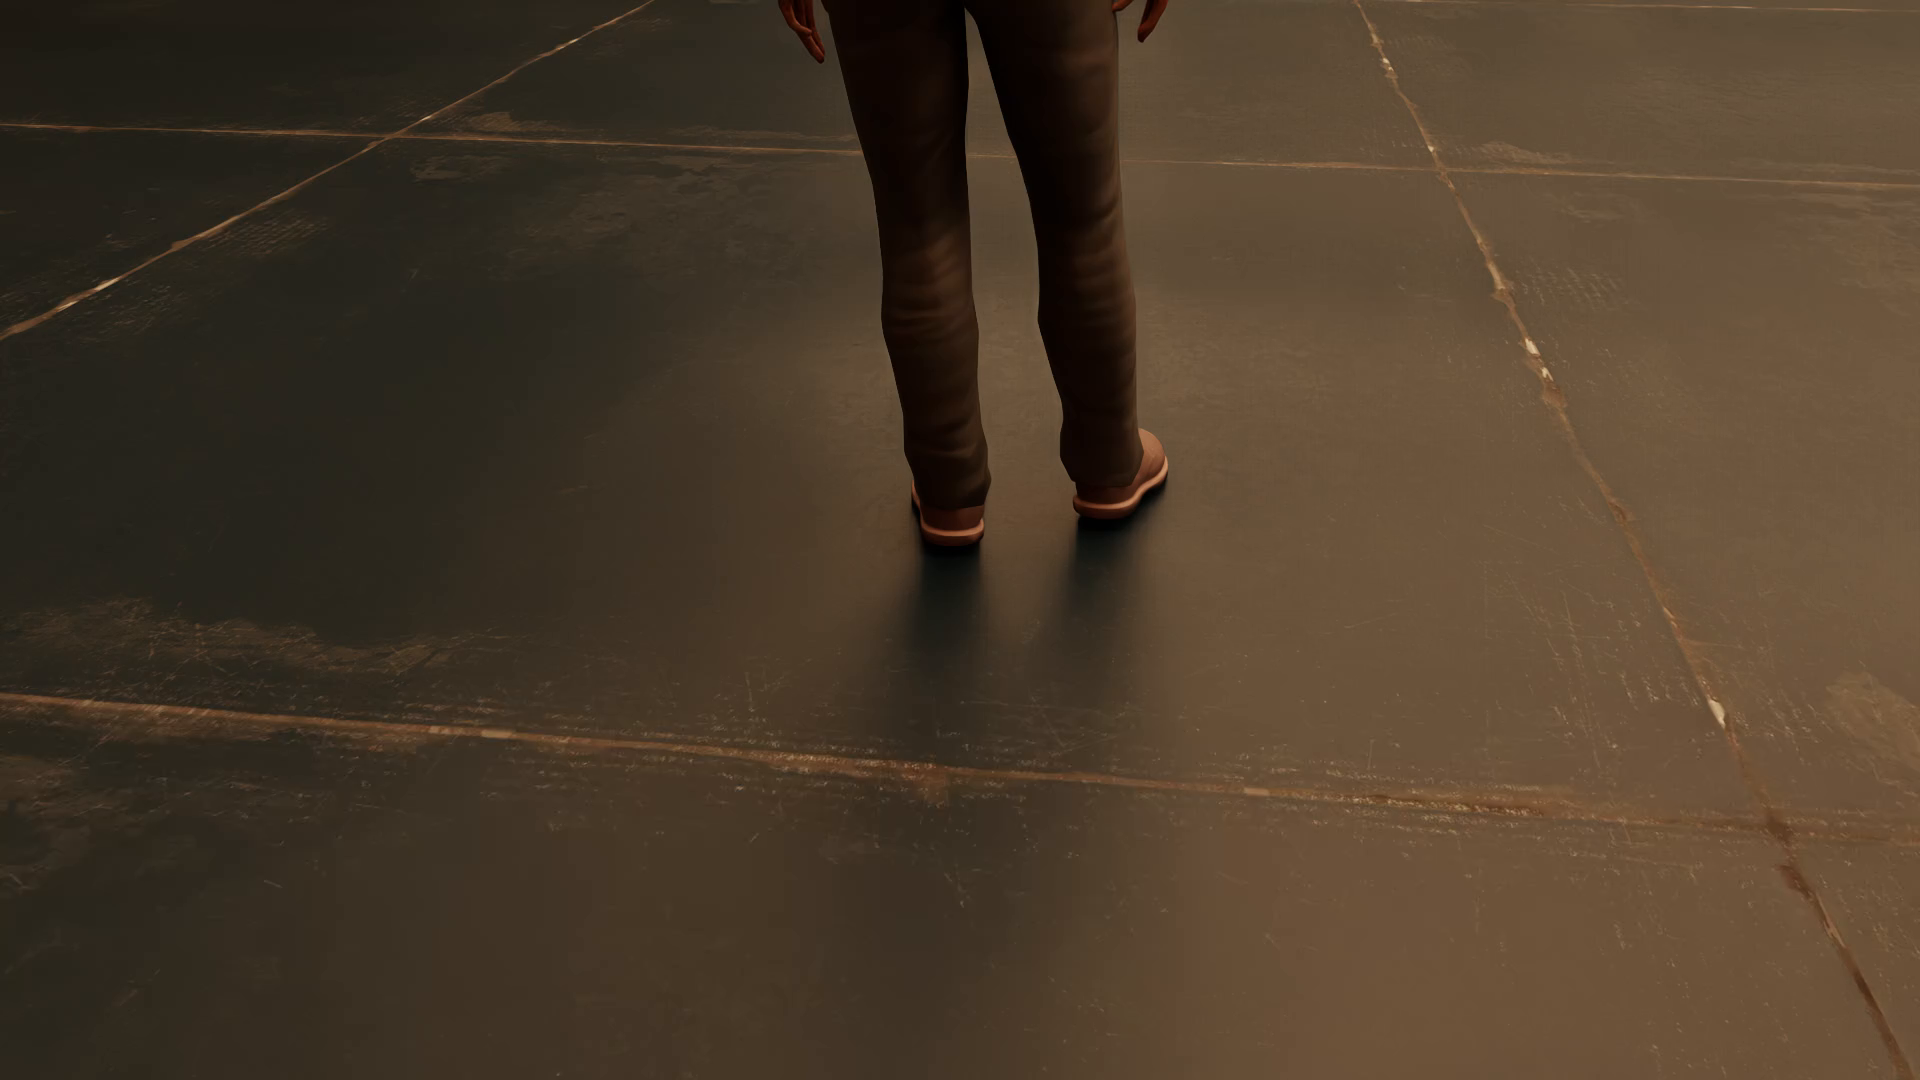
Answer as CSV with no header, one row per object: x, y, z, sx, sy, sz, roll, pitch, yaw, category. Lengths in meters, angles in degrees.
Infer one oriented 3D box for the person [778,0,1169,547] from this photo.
0.032,-0.785,2.203,0.569,1.656,0.503,3,27,7,person
